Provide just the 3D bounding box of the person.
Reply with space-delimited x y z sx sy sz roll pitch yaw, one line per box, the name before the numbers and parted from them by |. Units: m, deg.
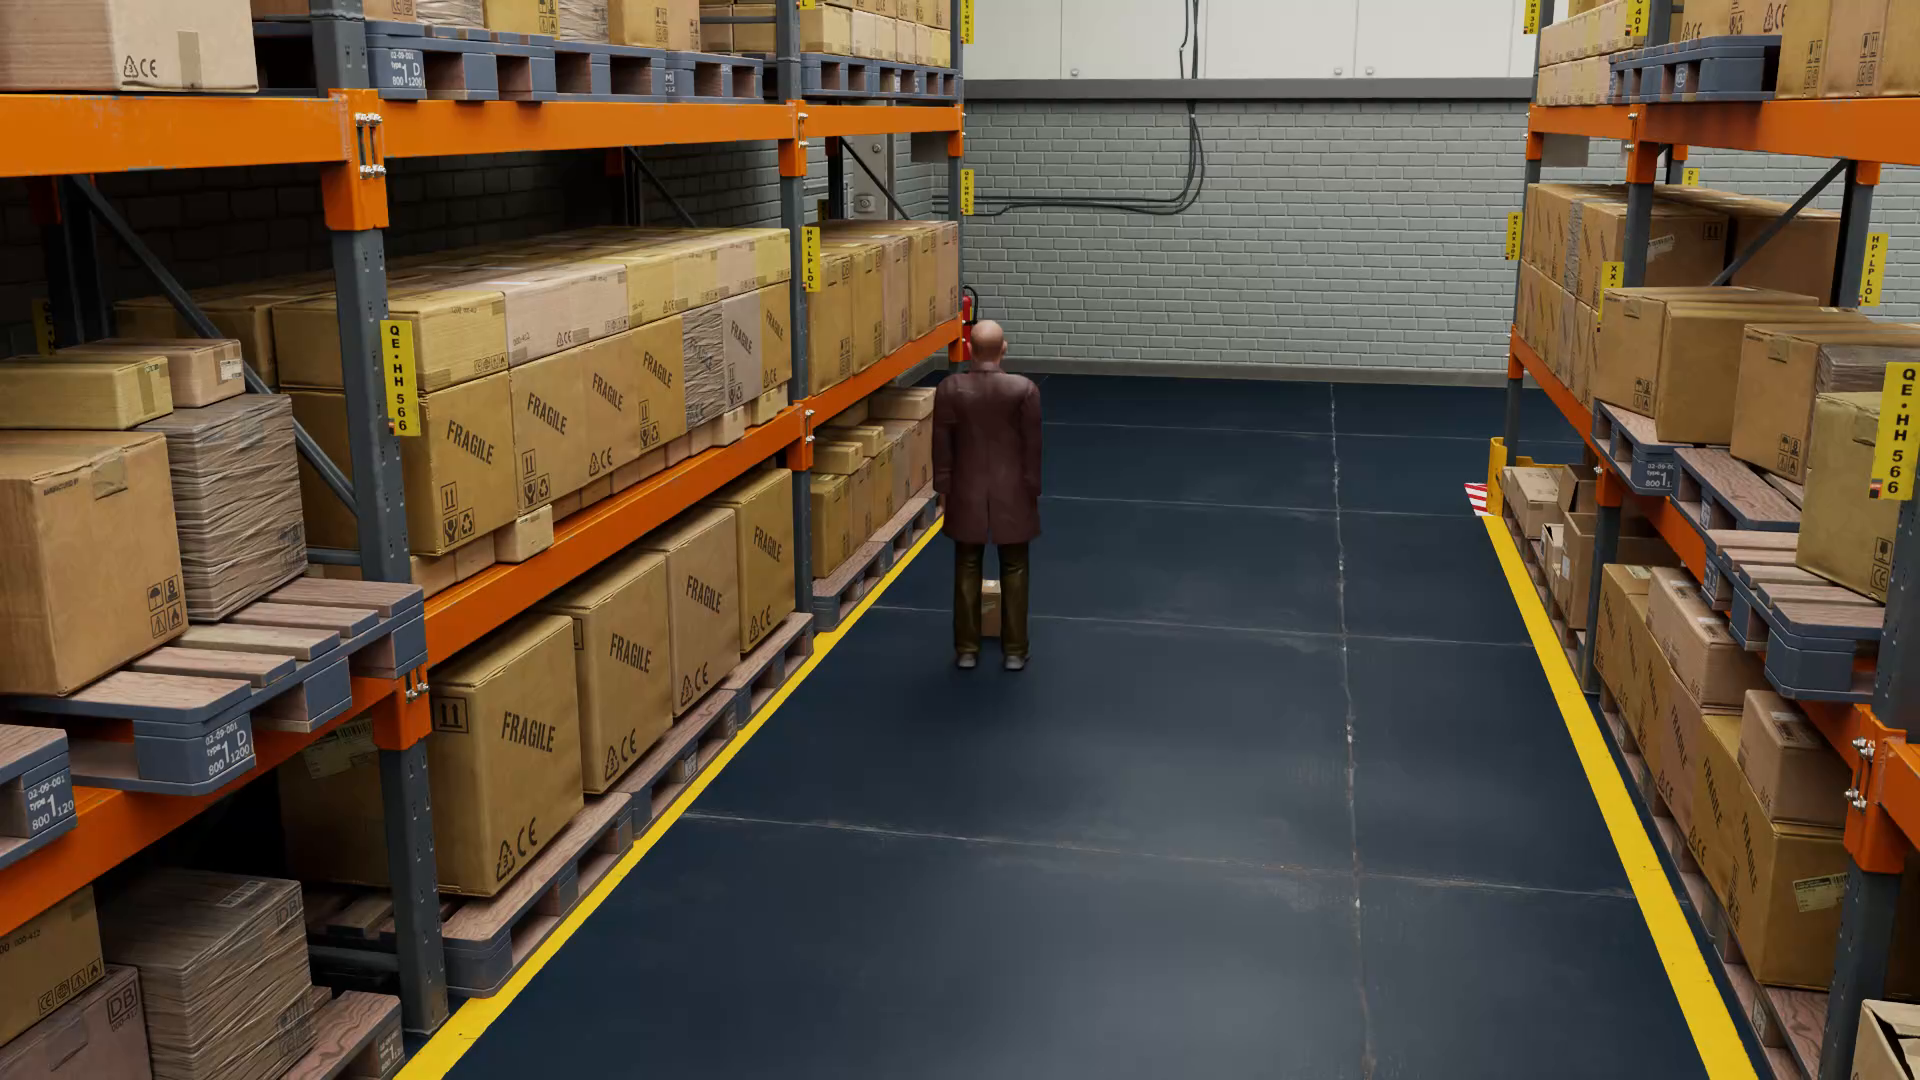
person | 0.139 -0.230 8.457 0.562 1.772 0.378 2 15 7
